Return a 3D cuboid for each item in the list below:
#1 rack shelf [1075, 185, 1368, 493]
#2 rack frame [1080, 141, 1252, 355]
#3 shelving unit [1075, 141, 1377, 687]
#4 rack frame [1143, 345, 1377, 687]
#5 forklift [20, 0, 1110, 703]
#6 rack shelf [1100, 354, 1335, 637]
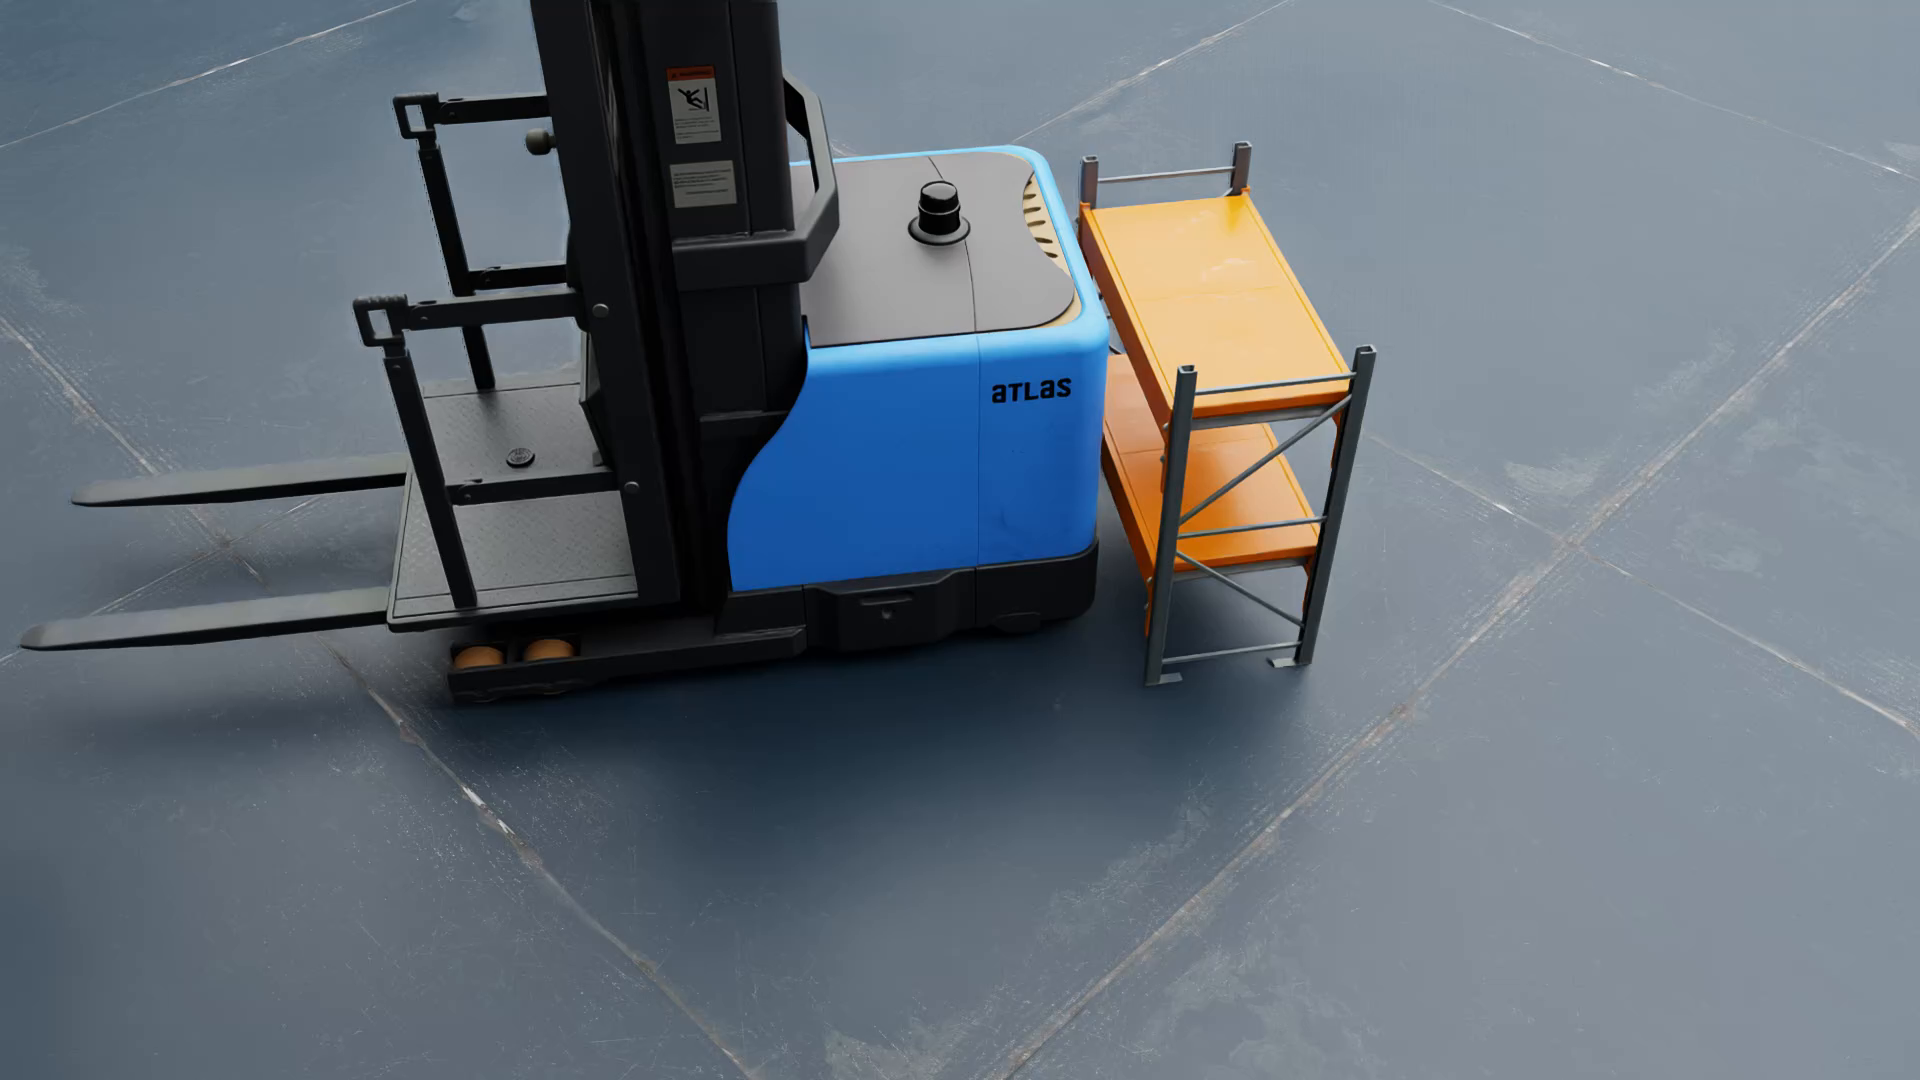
[{"bbox_3d":[0.689,-0.585,4.623,0.538,0.278,1.000,-7,43,-7],"label":"rack shelf"},{"bbox_3d":[0.600,-0.710,5.189,0.500,1.125,0.032,-7,43,-7],"label":"rack frame"},{"bbox_3d":[0.689,-0.370,4.822,0.538,1.125,1.048,-7,43,-7],"label":"shelving unit"},{"bbox_3d":[0.778,-0.031,4.454,0.500,1.125,0.032,-7,43,-7],"label":"rack frame"},{"bbox_3d":[-1.159,-0.999,4.171,3.031,2.935,1.130,-6,43,-6],"label":"forklift"},{"bbox_3d":[0.689,-0.191,4.988,0.538,0.278,1.000,-7,43,-7],"label":"rack shelf"}]
